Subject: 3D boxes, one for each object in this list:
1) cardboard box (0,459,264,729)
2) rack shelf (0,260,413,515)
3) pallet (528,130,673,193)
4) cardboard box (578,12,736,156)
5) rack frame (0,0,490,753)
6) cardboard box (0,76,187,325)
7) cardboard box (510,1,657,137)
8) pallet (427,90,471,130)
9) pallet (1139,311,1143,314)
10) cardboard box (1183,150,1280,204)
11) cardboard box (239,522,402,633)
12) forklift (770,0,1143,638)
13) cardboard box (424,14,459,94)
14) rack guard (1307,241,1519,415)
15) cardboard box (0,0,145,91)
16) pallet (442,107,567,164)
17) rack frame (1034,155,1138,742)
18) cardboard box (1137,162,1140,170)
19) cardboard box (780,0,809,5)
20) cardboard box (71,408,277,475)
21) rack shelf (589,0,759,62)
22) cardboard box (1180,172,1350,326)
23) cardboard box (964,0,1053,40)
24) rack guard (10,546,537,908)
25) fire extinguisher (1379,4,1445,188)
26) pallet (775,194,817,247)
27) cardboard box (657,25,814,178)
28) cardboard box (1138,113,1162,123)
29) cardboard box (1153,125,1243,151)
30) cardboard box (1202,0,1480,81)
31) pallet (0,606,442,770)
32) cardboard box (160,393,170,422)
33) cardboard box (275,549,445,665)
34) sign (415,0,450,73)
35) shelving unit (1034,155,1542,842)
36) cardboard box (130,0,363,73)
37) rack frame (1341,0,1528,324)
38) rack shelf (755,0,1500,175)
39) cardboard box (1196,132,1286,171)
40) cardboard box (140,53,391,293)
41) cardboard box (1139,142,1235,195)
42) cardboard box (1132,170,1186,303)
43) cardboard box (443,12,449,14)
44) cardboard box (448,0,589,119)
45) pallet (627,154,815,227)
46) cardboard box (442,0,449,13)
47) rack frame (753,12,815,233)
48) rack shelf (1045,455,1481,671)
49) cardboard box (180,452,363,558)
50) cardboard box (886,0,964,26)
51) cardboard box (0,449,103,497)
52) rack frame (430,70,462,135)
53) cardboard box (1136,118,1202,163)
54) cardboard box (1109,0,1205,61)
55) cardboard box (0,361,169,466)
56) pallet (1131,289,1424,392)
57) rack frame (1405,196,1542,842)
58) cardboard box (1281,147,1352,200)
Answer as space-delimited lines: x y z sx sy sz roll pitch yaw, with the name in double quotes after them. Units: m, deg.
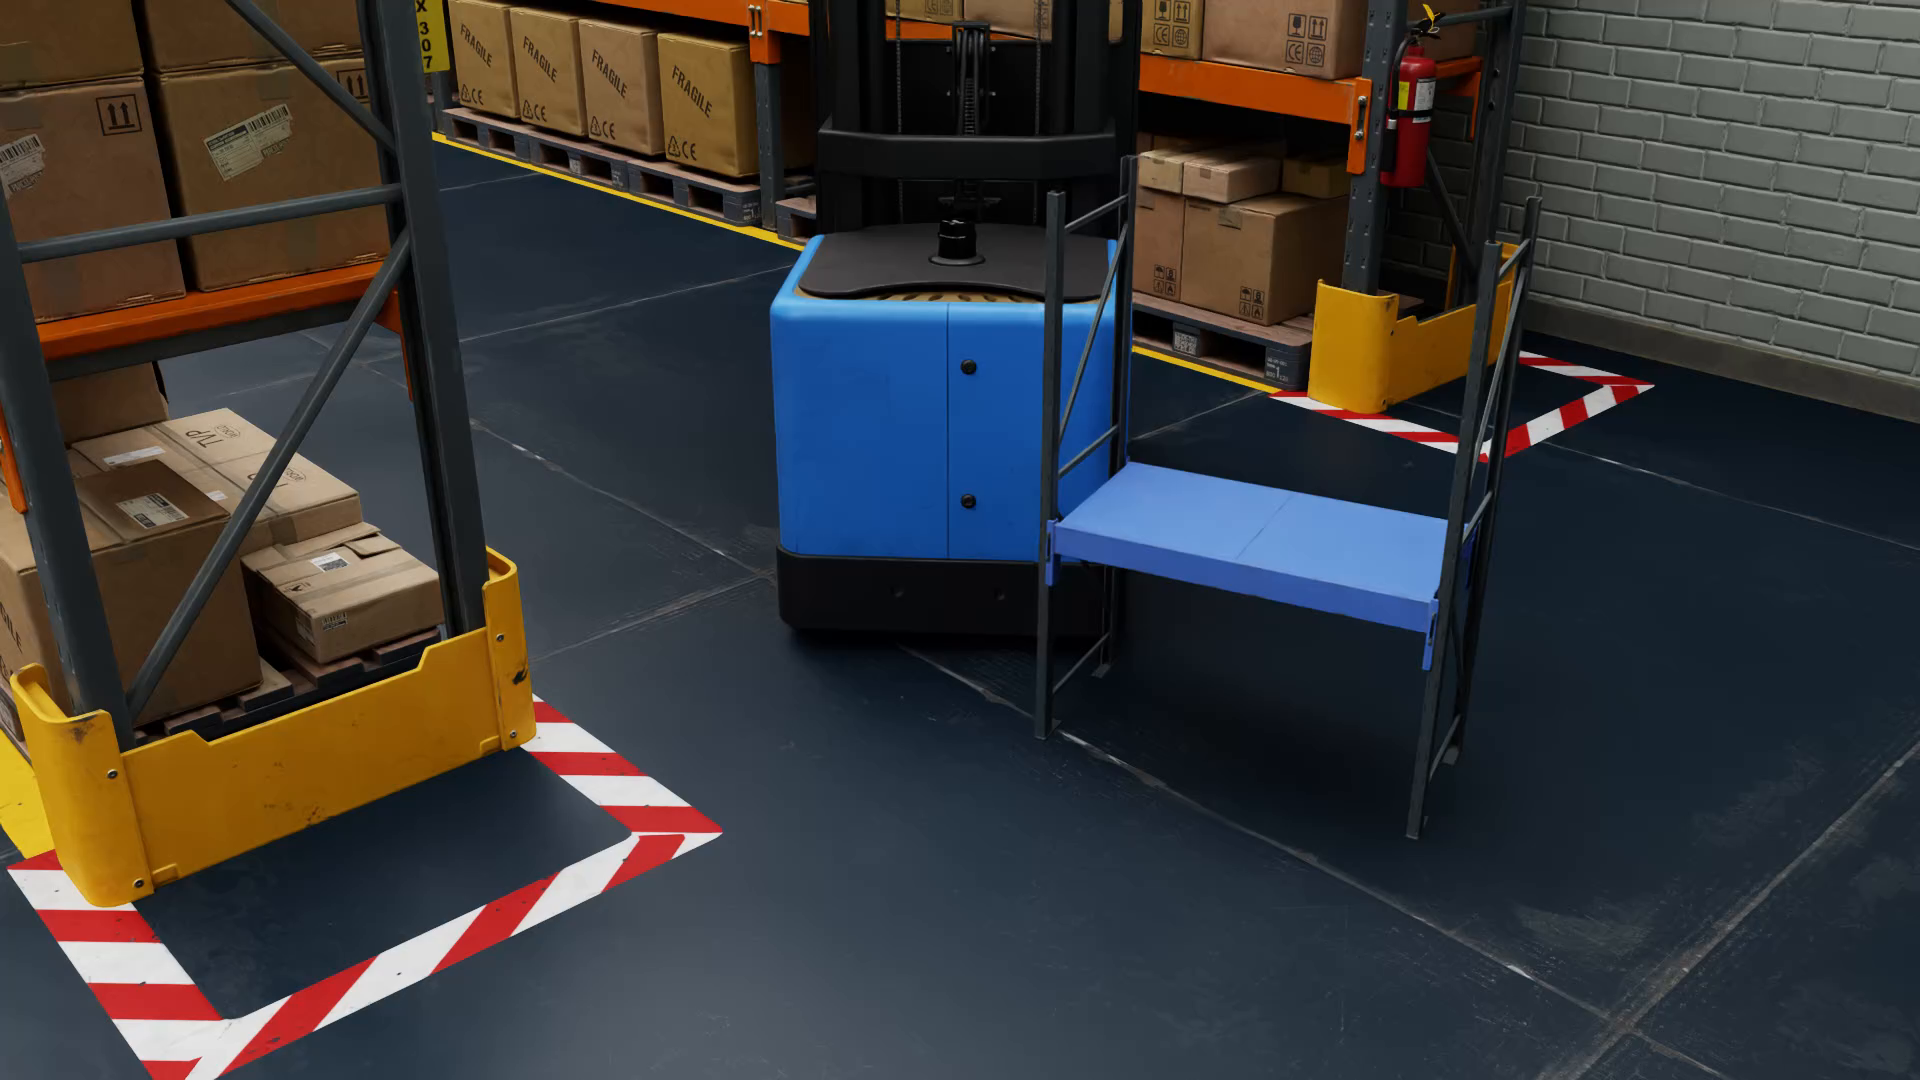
-2.183 0.151 4.288 0.500 0.500 0.500 -21 32 -38 "cardboard box"
-2.999 -0.970 5.130 1.077 0.370 4.000 -21 32 -38 "rack shelf"
-2.173 -2.623 11.246 1.003 0.211 1.213 -21 32 -38 "pallet"
-1.901 -2.952 10.690 0.750 0.750 0.750 -20 31 -37 "cardboard box"
-1.632 -0.692 3.652 1.000 3.000 0.127 -21 32 -38 "rack frame"
-2.137 -0.796 3.760 0.500 0.500 0.500 -20 31 -37 "cardboard box"
-2.485 -3.208 11.251 0.750 0.750 0.750 -21 32 -39 "cardboard box"
-4.019 -3.490 13.147 1.003 0.211 1.213 -21 32 -38 "pallet"
0.548 -1.419 8.606 1.003 0.211 1.213 -21 32 -38 "pallet"
1.209 -1.618 7.407 0.380 0.149 0.250 -22 32 -39 "cardboard box"
-1.838 0.097 4.807 0.380 0.166 0.250 -21 32 -38 "cardboard box"
0.067 -1.615 5.760 1.130 2.935 3.031 2 25 3 "forklift"
-4.016 -3.788 12.921 0.700 0.500 0.500 -21 32 -38 "cardboard box"
1.998 -0.954 7.238 1.175 0.500 0.348 -21 32 -38 "rack guard"
-2.137 -1.249 3.549 0.500 0.500 0.500 -22 32 -39 "cardboard box"
-3.002 -2.993 12.056 1.003 0.211 1.213 -21 32 -38 "pallet"
0.334 -0.226 4.439 0.032 1.500 0.500 12 27 25 "rack frame"
0.744 -1.639 8.235 0.500 0.500 0.700 23 33 40 "cardboard box"
-0.393 -3.277 8.959 0.980 0.700 0.700 -21 32 -38 "cardboard box"
-2.480 -0.189 5.333 0.500 0.250 0.500 -21 32 -38 "cardboard box"
-2.119 -3.589 10.869 1.077 0.370 4.000 -21 32 -38 "rack shelf"
1.430 -1.336 7.569 0.700 0.500 0.500 -21 32 -38 "cardboard box"
0.606 -2.837 7.994 0.700 0.700 0.980 22 32 39 "cardboard box"
-1.684 0.423 4.222 1.175 0.500 0.348 -21 32 -38 "rack guard"
1.748 -1.717 6.441 0.296 0.674 0.183 -21 32 -38 "fire extinguisher"
-0.290 -1.789 9.417 1.003 0.211 1.213 -21 32 -38 "pallet"
-1.291 -2.683 10.101 0.750 0.750 0.750 -21 32 -38 "cardboard box"
0.794 -2.033 8.317 0.380 0.149 0.250 -21 32 -38 "cardboard box"
1.144 -1.879 7.979 0.380 0.149 0.250 -21 32 -38 "cardboard box"
1.626 -2.386 7.005 0.980 0.700 0.700 -20 31 -36 "cardboard box"
-2.229 0.313 4.810 1.003 0.211 1.213 -21 32 -38 "pallet"
-3.257 -0.561 6.075 0.500 0.311 0.500 -21 32 -38 "cardboard box"
-1.667 0.181 4.644 0.380 0.149 0.250 -21 32 -38 "cardboard box"
-1.236 -1.240 3.810 0.100 0.325 0.005 -21 32 -38 "sign"
0.784 -0.129 4.225 1.048 1.500 0.538 12 27 25 "shelving unit"
-1.743 -1.401 3.883 0.500 0.500 0.500 -20 31 -37 "cardboard box"
1.982 -2.098 6.735 1.000 3.000 0.127 -21 32 -38 "rack frame"
0.615 -2.377 8.213 1.077 0.370 4.000 -21 32 -38 "rack shelf"
1.315 -1.803 7.812 0.380 0.149 0.250 -21 32 -38 "cardboard box"
-1.743 -0.946 4.090 0.500 0.500 0.500 -20 32 -37 "cardboard box"
1.034 -1.695 7.576 0.380 0.149 0.250 -20 31 -37 "cardboard box"
1.088 -1.487 7.902 0.700 0.500 0.500 -21 32 -39 "cardboard box"
-4.284 -3.977 13.336 0.700 0.500 0.500 -21 32 -39 "cardboard box"
-3.079 -3.475 11.837 0.750 0.750 0.750 -22 32 -39 "cardboard box"
-1.335 -2.254 10.436 1.003 0.211 1.213 -21 32 -38 "pallet"
-4.360 -4.320 13.183 0.500 0.250 0.500 -20 32 -38 "cardboard box"
-0.752 -3.310 9.392 1.000 3.000 0.127 -21 32 -38 "rack frame"
0.784 0.035 4.299 1.000 0.185 0.538 12 27 25 "rack shelf"
-2.138 -0.038 5.001 0.500 0.250 0.500 -21 32 -38 "cardboard box"
0.101 -3.055 8.471 0.980 0.700 0.700 -22 33 -40 "cardboard box"
-2.811 -0.032 4.989 0.500 0.250 0.500 -21 32 -38 "cardboard box"
-3.486 -4.522 12.048 1.000 3.000 0.127 -21 32 -38 "rack frame"
0.970 -1.956 8.147 0.380 0.149 0.250 -21 32 -38 "cardboard box"
1.120 -2.604 7.482 0.980 0.700 0.700 -22 32 -39 "cardboard box"
-3.078 -0.400 5.491 0.797 0.503 0.637 -21 32 -38 "cardboard box"
1.378 -1.049 7.796 1.003 0.211 1.213 -21 32 -38 "pallet"
1.235 -0.031 4.010 0.032 1.500 0.500 12 27 25 "rack frame"
1.662 -1.650 7.476 0.380 0.149 0.250 -21 32 -38 "cardboard box"
